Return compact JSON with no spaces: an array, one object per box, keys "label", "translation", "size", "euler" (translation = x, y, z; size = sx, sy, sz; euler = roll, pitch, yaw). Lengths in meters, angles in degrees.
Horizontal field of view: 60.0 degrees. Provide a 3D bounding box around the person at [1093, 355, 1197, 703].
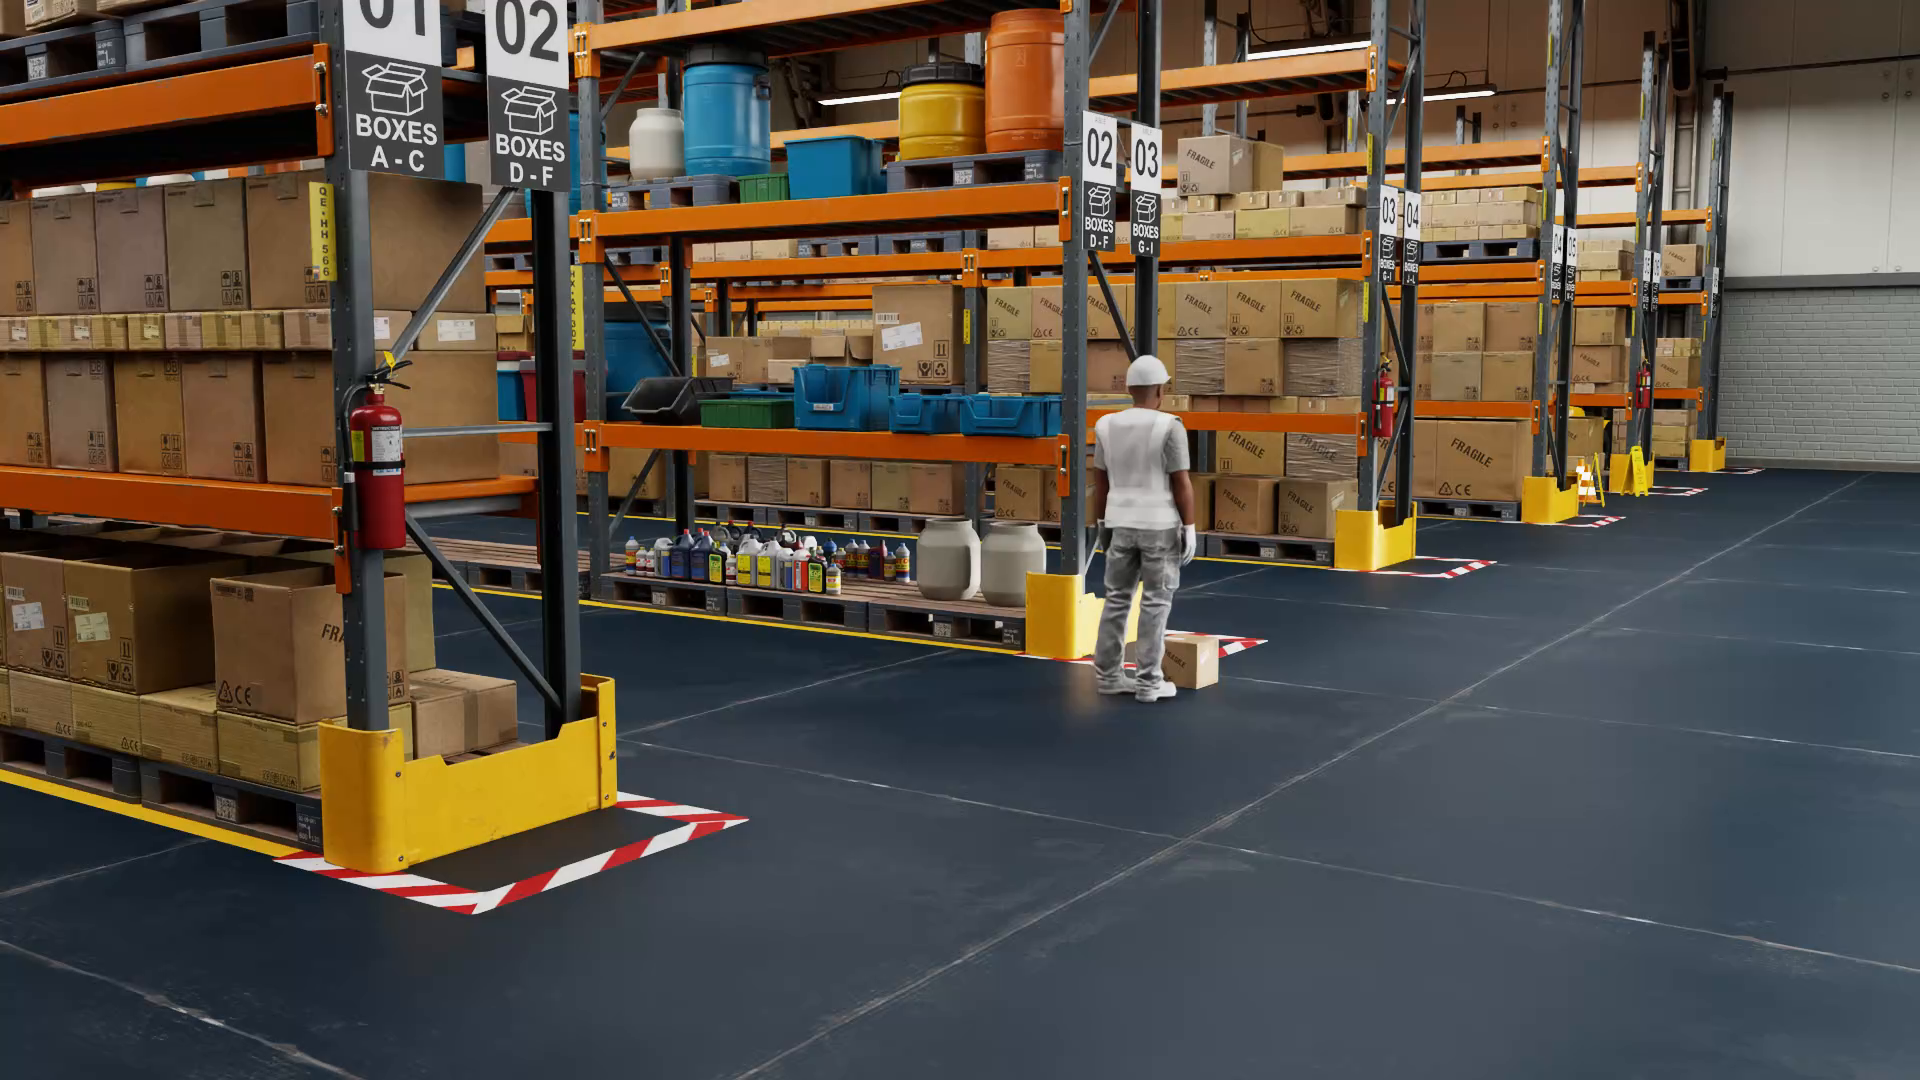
[{"label":"person","translation":[0.973,-0.060,8.632],"size":[0.570,1.786,0.381],"euler":[4,8,36]}]
